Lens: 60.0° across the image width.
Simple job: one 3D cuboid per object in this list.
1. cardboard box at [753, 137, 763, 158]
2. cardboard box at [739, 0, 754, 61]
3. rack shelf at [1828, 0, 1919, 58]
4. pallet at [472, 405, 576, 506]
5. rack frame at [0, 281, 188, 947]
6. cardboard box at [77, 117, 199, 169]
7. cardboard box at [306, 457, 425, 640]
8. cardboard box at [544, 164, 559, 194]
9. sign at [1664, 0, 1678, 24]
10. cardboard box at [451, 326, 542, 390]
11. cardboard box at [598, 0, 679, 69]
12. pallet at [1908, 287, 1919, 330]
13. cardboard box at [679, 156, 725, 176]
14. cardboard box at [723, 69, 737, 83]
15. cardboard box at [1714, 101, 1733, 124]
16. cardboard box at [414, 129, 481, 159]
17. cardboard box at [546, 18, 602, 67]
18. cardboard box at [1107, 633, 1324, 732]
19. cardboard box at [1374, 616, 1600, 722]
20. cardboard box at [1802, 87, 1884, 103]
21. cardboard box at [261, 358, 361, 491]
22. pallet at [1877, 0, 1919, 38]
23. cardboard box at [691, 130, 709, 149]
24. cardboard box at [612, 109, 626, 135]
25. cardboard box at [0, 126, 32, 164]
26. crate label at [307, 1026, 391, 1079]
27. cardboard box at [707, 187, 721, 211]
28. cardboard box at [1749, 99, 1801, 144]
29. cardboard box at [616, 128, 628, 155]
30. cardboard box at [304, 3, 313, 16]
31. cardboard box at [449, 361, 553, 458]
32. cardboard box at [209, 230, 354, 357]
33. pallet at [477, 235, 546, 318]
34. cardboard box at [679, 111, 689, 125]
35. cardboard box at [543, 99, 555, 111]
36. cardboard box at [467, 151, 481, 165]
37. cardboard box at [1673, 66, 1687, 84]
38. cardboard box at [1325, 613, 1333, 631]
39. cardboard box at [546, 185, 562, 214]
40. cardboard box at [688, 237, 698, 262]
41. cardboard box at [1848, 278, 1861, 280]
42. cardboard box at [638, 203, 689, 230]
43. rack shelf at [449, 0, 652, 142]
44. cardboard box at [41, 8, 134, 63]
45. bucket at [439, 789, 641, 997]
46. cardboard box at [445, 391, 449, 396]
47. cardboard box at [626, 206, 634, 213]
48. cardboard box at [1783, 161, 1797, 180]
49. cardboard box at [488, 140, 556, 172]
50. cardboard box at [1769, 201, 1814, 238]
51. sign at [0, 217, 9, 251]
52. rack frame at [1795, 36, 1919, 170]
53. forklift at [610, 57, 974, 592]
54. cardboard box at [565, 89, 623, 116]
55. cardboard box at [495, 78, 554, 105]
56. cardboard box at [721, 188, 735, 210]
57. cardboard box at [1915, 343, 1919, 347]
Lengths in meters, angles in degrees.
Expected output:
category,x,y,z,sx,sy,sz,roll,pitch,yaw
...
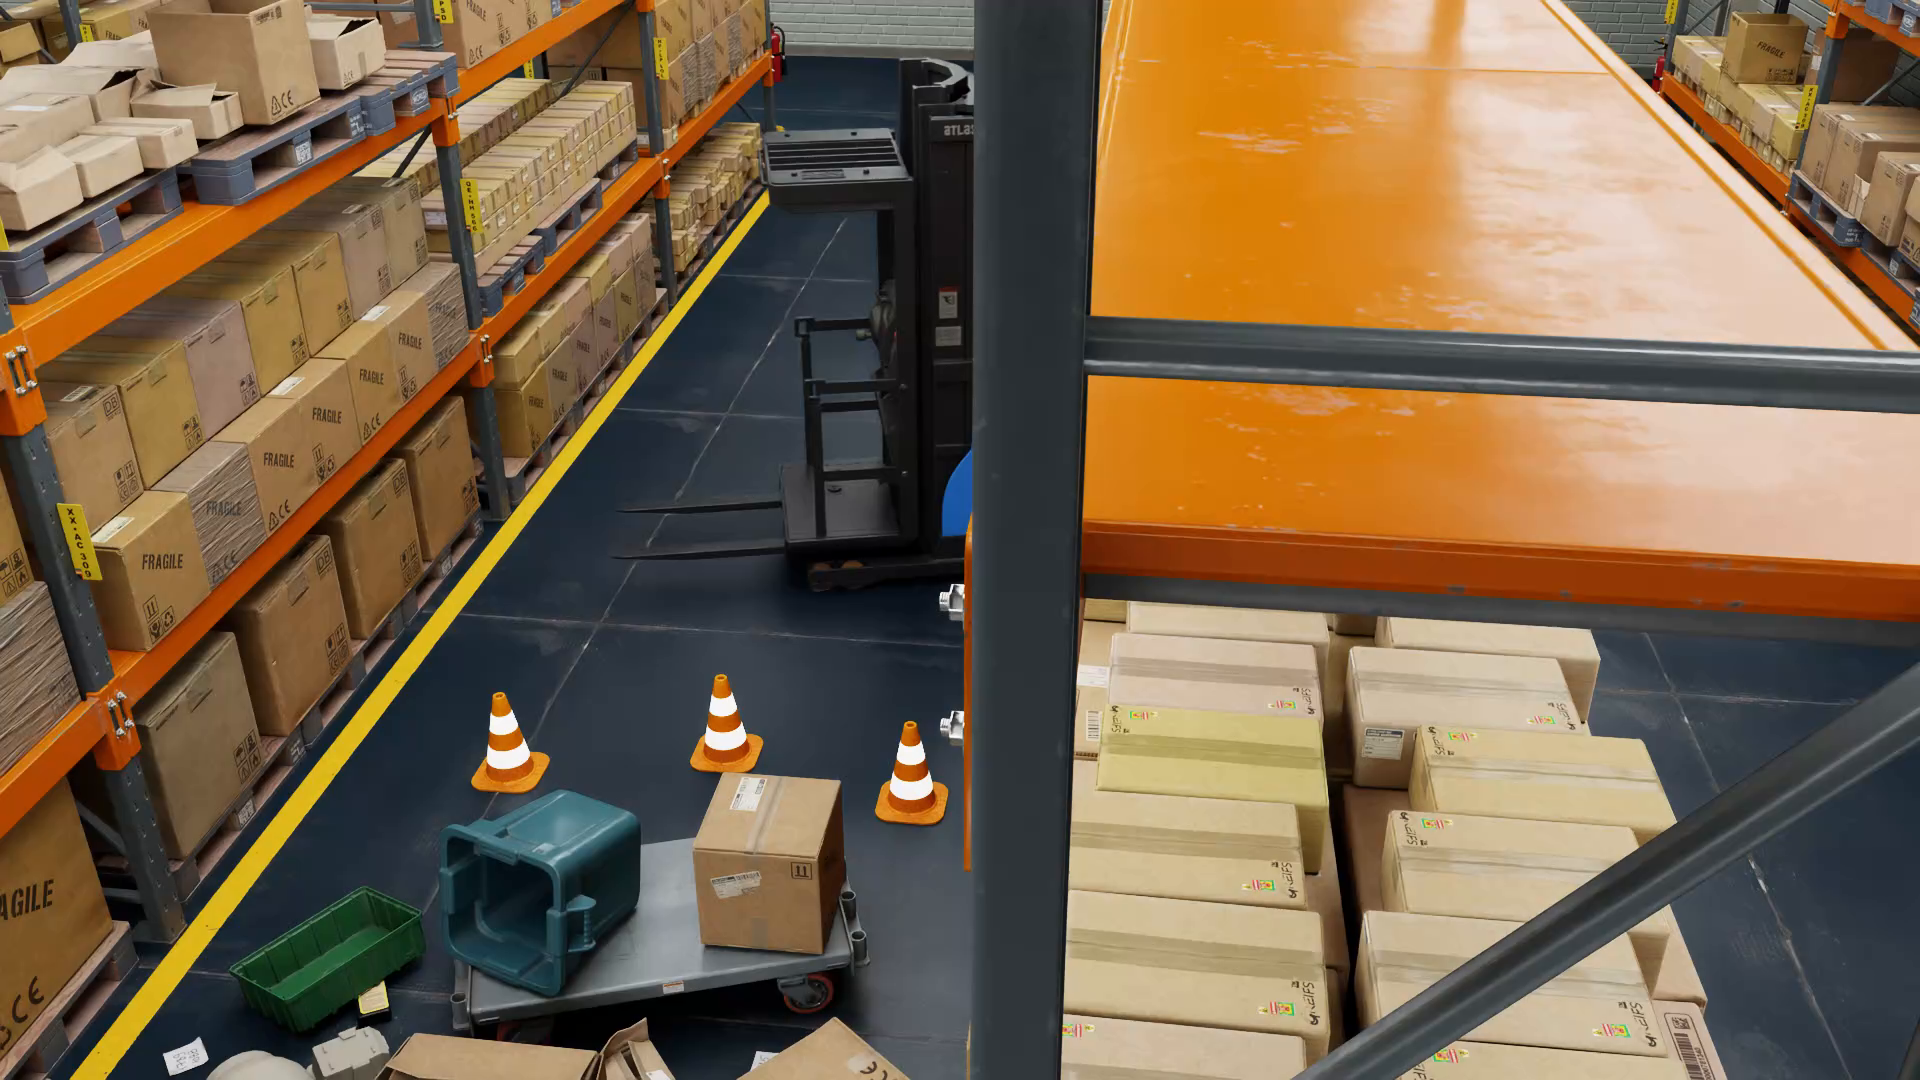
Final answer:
category,x,y,z,sx,sy,sz,roll,pitch,yaw
cardboard box,-2.233,-4.051,17.148,0.380,0.149,0.250,3,28,5
cardboard box,-2.319,-4.961,16.170,0.500,0.500,0.500,3,28,5
rack shelf,6.665,-2.908,10.373,1.077,0.370,4.000,3,28,6
pallet,-3.335,-0.630,11.488,1.003,0.211,1.213,3,28,6
rack frame,-3.922,0.393,6.649,1.000,3.000,0.127,3,28,6
cardboard box,-3.492,-1.690,7.070,0.380,0.149,0.250,3,28,6
cardboard box,-3.699,0.009,9.291,1.050,0.750,0.750,4,29,7
cardboard box,-3.017,-2.517,11.559,0.380,0.149,0.250,3,28,6
sign,6.862,-5.141,16.009,0.100,0.325,0.005,3,28,6
cardboard box,-3.107,-1.214,11.036,0.500,0.250,0.500,2,28,4
cardboard box,-2.645,-4.186,13.676,0.500,0.500,0.500,4,29,7
pallet,6.433,-1.201,9.812,1.213,0.211,1.003,3,28,6
cardboard box,-2.473,-3.573,15.948,0.380,0.149,0.250,2,28,4
cardboard box,-2.364,-4.497,15.992,0.380,0.149,0.250,2,28,4
cardboard box,6.869,-3.750,14.606,0.380,0.149,0.250,4,29,7
cardboard box,-3.633,-2.814,11.797,0.380,0.149,0.250,4,29,8
cardboard box,-3.152,-4.224,13.747,0.500,0.500,0.500,2,28,4
cardboard box,0.464,0.308,3.070,0.380,0.149,0.250,3,28,6
cardboard box,1.019,0.212,3.247,0.380,0.149,0.250,4,29,8
cardboard box,7.359,-3.607,13.919,0.500,0.250,0.500,4,29,7
cardboard box,-3.403,-0.594,8.377,0.500,0.500,0.500,4,29,7
pallet,6.637,-3.292,10.526,1.213,0.211,1.003,3,28,6
cardboard box,-2.767,-4.083,16.894,0.380,0.149,0.250,4,29,7
cardboard box,-2.826,-3.255,12.929,0.380,0.149,0.250,4,29,7
cardboard box,-3.994,-1.432,6.484,0.500,0.250,0.500,4,29,7
crate label,-2.414,2.062,6.571,0.298,0.136,0.250,-17,33,-29
cardboard box,-2.457,-3.196,15.562,0.380,0.149,0.250,3,28,6
cardboard box,6.777,-3.401,13.537,0.500,0.250,0.500,3,29,6
cardboard box,-2.825,-3.126,13.003,0.380,0.149,0.250,4,29,6
cardboard box,-3.739,-2.672,8.722,0.500,0.311,0.500,3,29,6
cardboard box,-3.092,-0.892,11.228,0.500,0.500,0.500,2,28,4
cardboard box,-3.618,-1.283,8.601,0.700,0.500,0.500,3,28,5
pallet,-3.450,-1.747,10.824,1.213,0.211,1.003,3,28,6
cardboard box,-2.605,-3.758,14.620,0.380,0.149,0.250,2,28,4
cardboard box,-3.446,-3.419,13.234,0.380,0.149,0.250,4,29,7
cardboard box,-3.636,-2.682,11.867,0.380,0.149,0.250,3,28,5
cardboard box,7.088,-4.479,15.958,0.380,0.149,0.250,3,28,6
cardboard box,1.031,0.189,3.711,0.500,0.250,0.500,4,29,7
cardboard box,-3.016,-2.387,11.632,0.380,0.149,0.250,4,29,7
cardboard box,-2.546,-2.580,14.731,0.380,0.149,0.250,4,29,8
cardboard box,6.645,-1.927,12.466,0.380,0.149,0.250,3,28,5
cardboard box,-2.601,-2.840,14.587,0.380,0.149,0.250,5,29,9
rack shelf,-3.187,-3.435,11.351,1.077,0.370,4.000,3,28,6
cardboard box,-7.539,-4.314,14.440,0.500,0.500,0.500,3,28,6
bucket,-1.650,1.363,6.697,0.726,0.611,0.620,14,21,24
cardboard box,-3.611,-0.899,11.240,0.500,0.500,0.500,3,28,6
cardboard box,-3.141,-2.987,14.859,0.380,0.149,0.250,3,28,6
cardboard box,6.699,-2.900,13.027,0.380,0.149,0.250,4,29,7
cardboard box,-3.023,-2.651,11.494,0.380,0.149,0.250,4,29,8
cardboard box,6.961,-2.642,14.475,0.700,0.500,0.500,2,28,4
sign,-3.371,-1.158,5.738,0.100,0.325,0.005,3,28,6
rack frame,6.910,-2.845,12.661,1.000,3.000,0.127,3,28,6
forklift,-0.625,-1.249,9.770,3.031,2.935,1.130,-4,29,-7
cardboard box,-2.829,-3.382,12.851,0.380,0.149,0.250,3,28,5
cardboard box,-3.446,-3.550,13.163,0.380,0.149,0.250,5,29,9
cardboard box,-2.398,-3.311,16.087,0.380,0.149,0.250,4,29,7
cardboard box,6.420,-1.202,11.120,0.380,0.149,0.250,2,28,4
